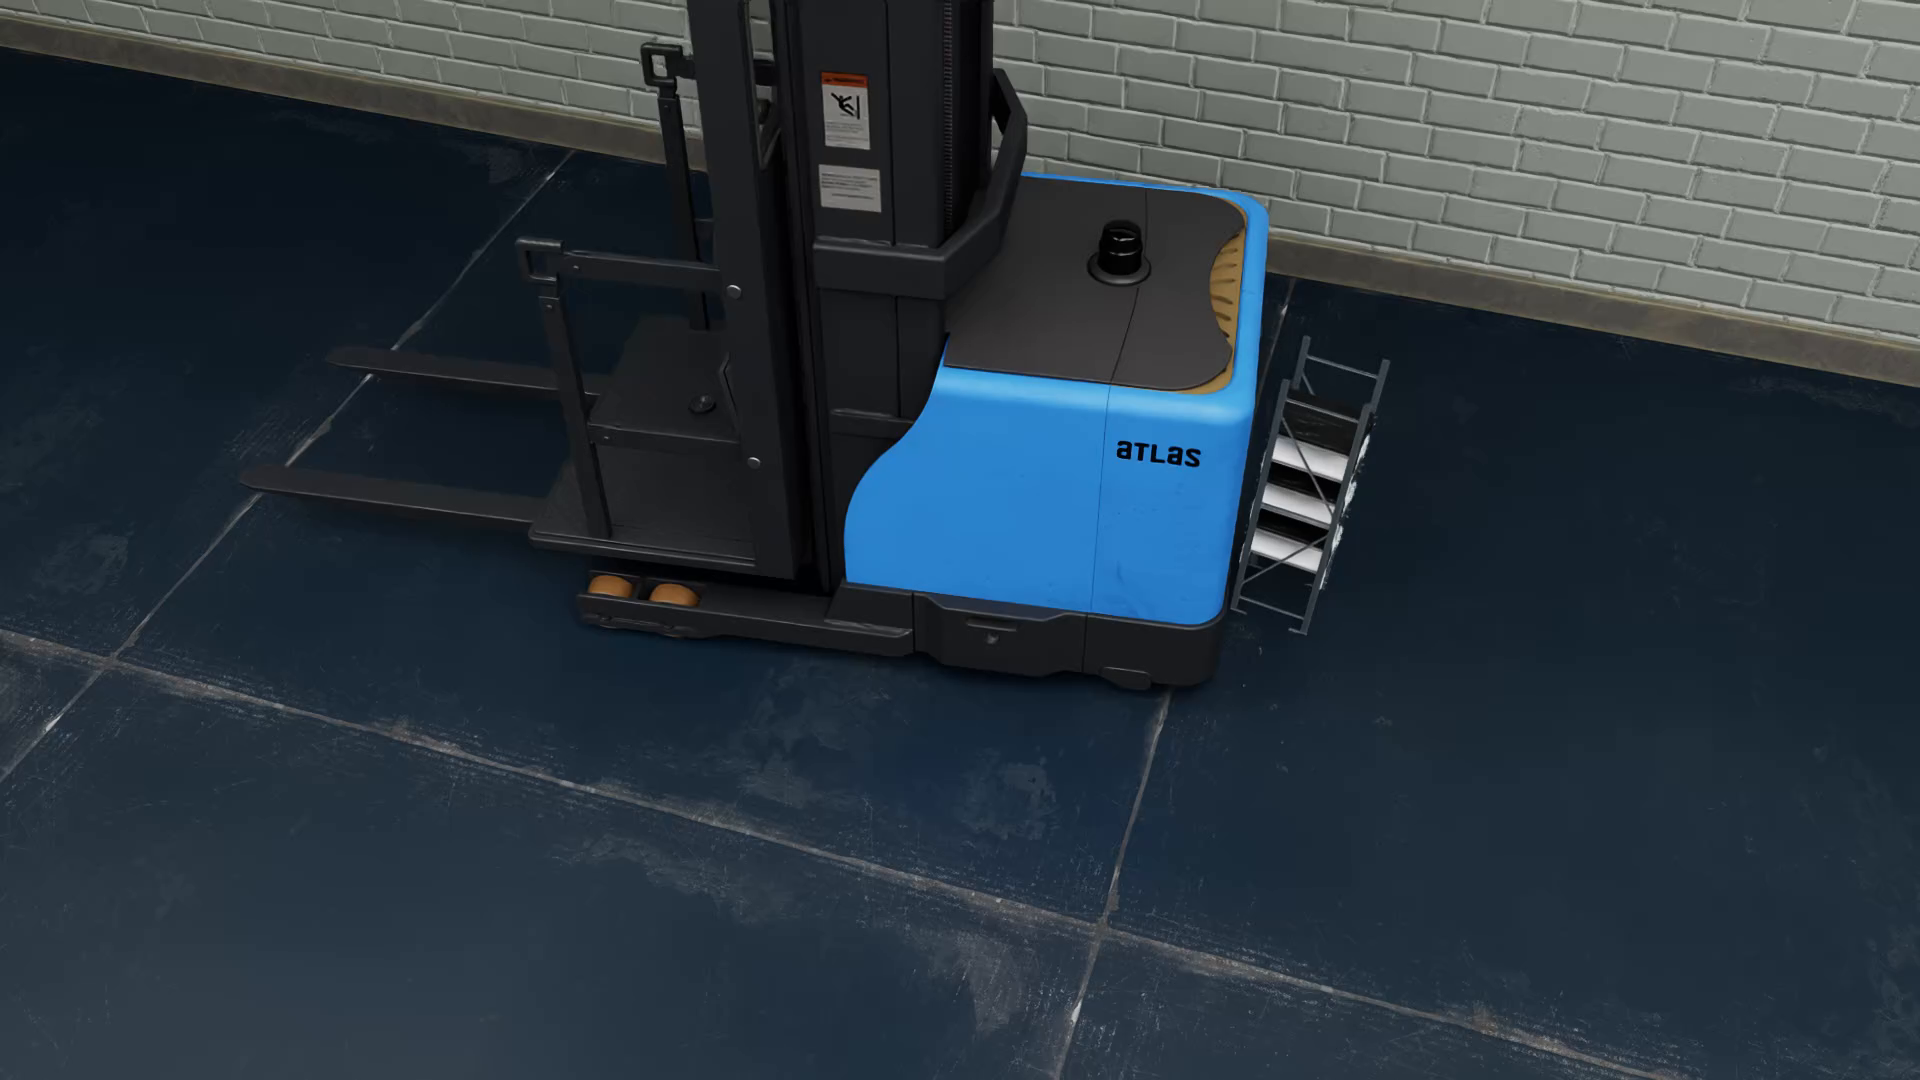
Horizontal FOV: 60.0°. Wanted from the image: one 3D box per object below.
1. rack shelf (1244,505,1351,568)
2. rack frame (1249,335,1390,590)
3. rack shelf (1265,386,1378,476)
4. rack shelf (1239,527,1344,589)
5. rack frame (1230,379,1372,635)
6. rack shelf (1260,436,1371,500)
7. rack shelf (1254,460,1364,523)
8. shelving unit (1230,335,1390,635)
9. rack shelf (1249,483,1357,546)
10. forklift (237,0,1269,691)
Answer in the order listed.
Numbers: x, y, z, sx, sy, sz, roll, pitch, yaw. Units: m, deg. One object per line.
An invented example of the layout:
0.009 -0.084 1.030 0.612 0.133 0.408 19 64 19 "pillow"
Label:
0.979 -0.049 4.825 0.258 0.077 0.200 19 48 15 "rack shelf"
1.025 -0.201 4.803 0.240 0.900 0.006 19 48 15 "rack frame"
0.993 -0.302 4.568 0.258 0.077 0.200 19 48 15 "rack shelf"
0.975 0.014 4.889 0.258 0.077 0.200 19 48 15 "rack shelf"
0.942 -0.071 4.671 0.240 0.900 0.006 19 48 15 "rack frame"
0.989 -0.238 4.632 0.258 0.077 0.200 19 48 15 "rack shelf"
0.986 -0.175 4.697 0.258 0.077 0.200 19 48 15 "rack shelf"
0.983 -0.136 4.737 0.258 0.900 0.210 19 48 15 "shelving unit"
0.982 -0.112 4.761 0.258 0.077 0.200 19 48 15 "rack shelf"
-0.678 -1.114 4.293 3.031 2.935 1.130 7 45 7 "forklift"
